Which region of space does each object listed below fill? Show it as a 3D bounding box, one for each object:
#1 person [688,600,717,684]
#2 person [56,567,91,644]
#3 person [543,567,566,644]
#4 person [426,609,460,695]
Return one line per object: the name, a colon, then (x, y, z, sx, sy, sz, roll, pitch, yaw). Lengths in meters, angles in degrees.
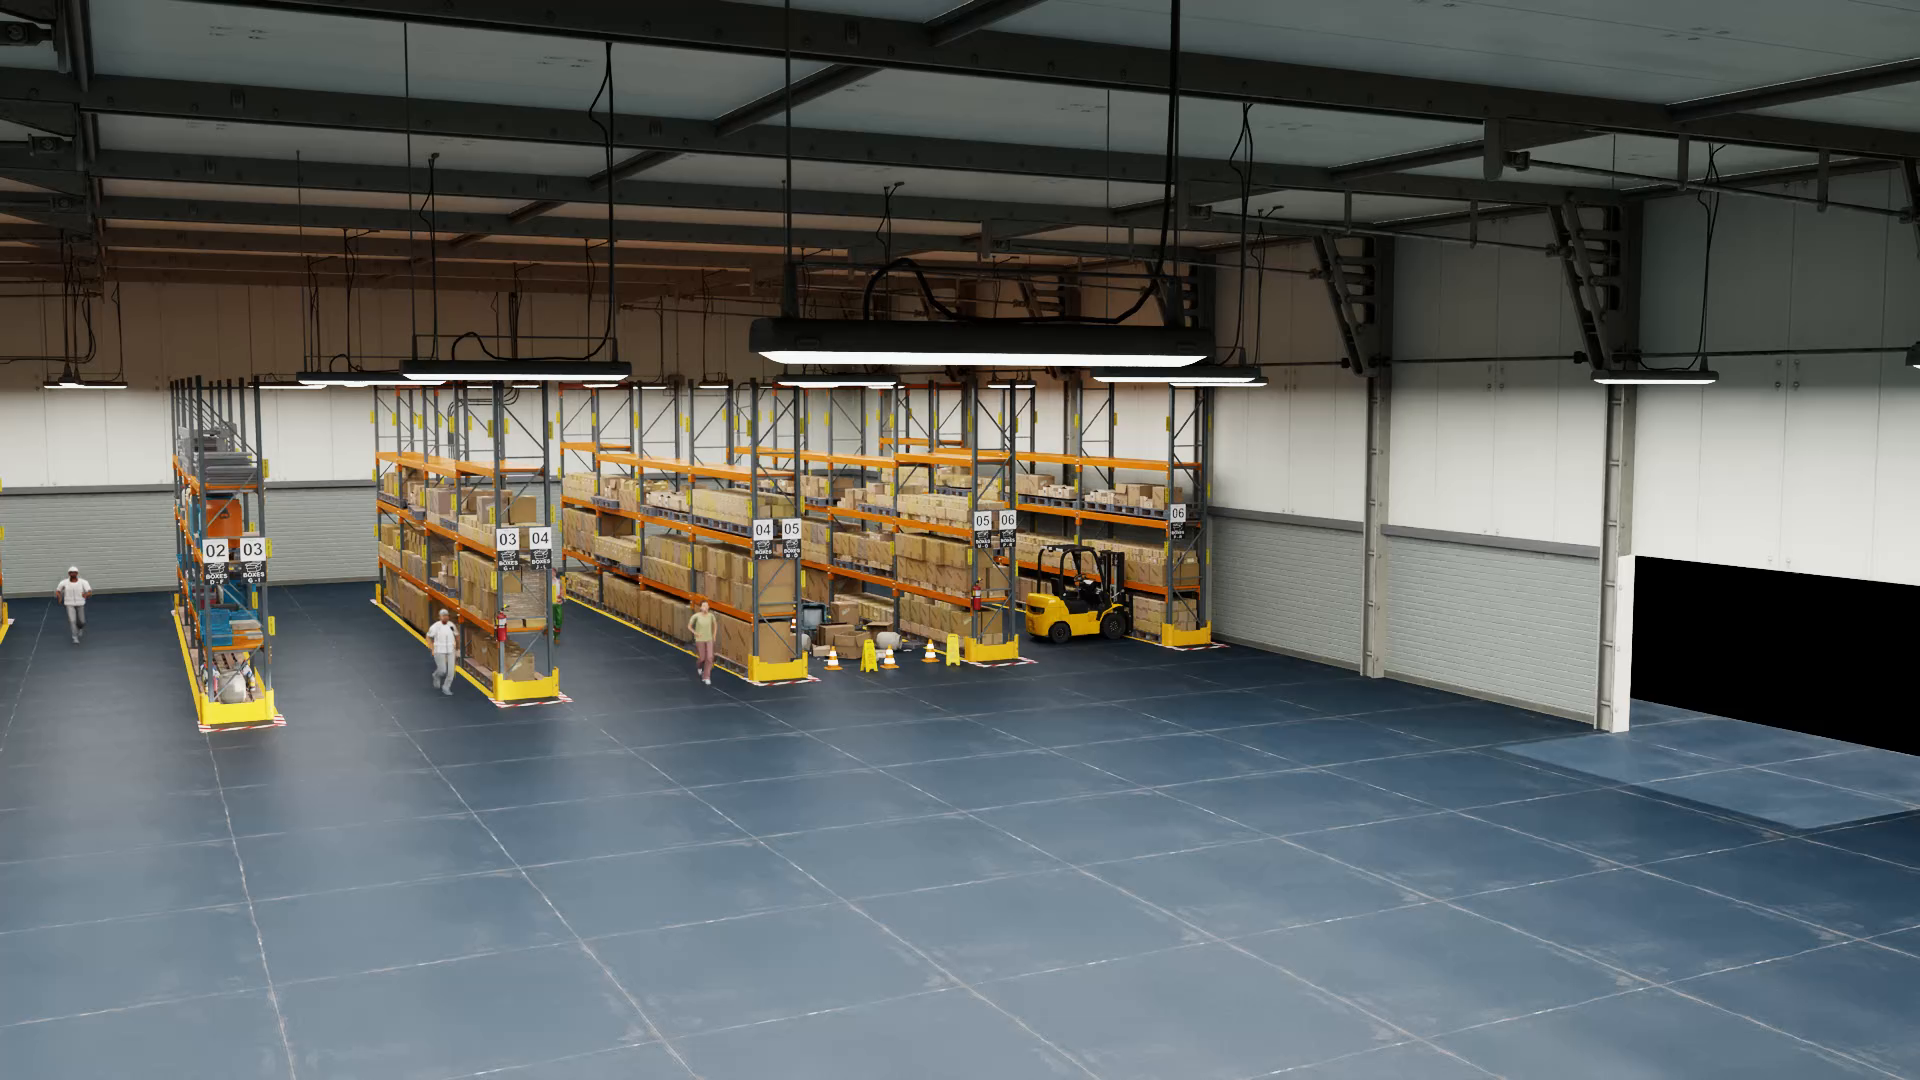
person: (-5.067, 1.999, 32.853, 0.615, 1.648, 0.663, -2, 6, -25)
person: (-20.249, 1.478, 38.020, 0.714, 1.738, 0.856, -3, 6, -32)
person: (-9.301, 1.478, 37.967, 0.657, 1.759, 0.785, -4, 6, -37)
person: (-9.756, 2.122, 31.487, 0.608, 1.623, 0.549, -4, 6, -35)
